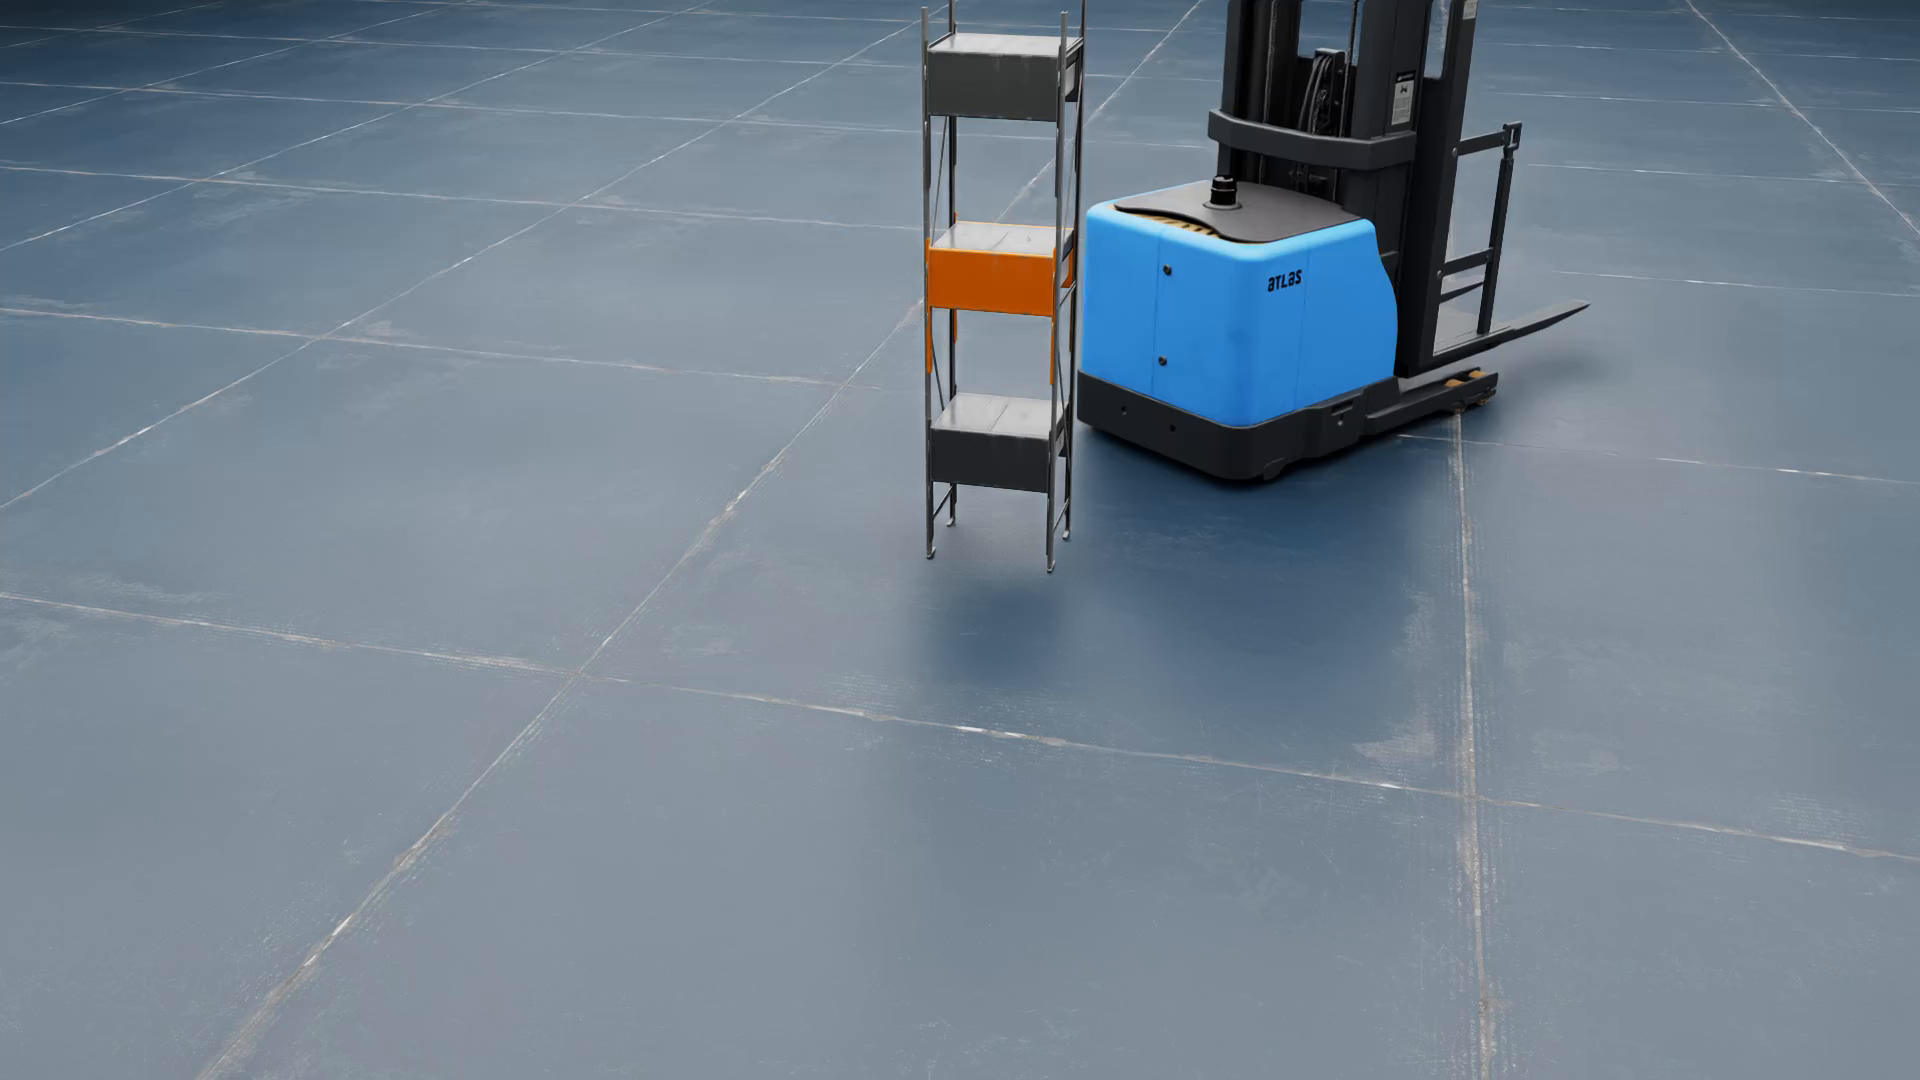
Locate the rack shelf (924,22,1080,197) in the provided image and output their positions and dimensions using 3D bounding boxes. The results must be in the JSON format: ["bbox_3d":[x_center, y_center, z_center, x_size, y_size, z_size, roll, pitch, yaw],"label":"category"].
[{"bbox_3d":[0.160,-1.550,5.966,0.480,0.518,0.431,6,26,13],"label":"rack shelf"}]

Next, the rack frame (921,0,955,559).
[{"bbox_3d":[-0.076,-0.956,6.316,0.015,2.100,0.400,6,26,13],"label":"rack frame"}]

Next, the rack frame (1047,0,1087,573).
[{"bbox_3d":[0.397,-0.904,6.207,0.015,2.100,0.400,6,26,13],"label":"rack frame"}]

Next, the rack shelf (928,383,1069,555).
[{"bbox_3d":[0.160,-0.286,6.568,0.480,0.518,0.431,6,26,13],"label":"rack shelf"}]

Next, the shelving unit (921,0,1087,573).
[{"bbox_3d":[0.160,-0.930,6.261,0.503,2.100,0.431,6,26,13],"label":"shelving unit"}]

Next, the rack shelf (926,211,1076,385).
[{"bbox_3d":[0.160,-0.918,6.267,0.480,0.518,0.431,6,26,13],"label":"rack shelf"}]

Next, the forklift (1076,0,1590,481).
[{"bbox_3d":[2.000,-2.085,7.721,3.031,2.935,1.130,-20,32,-35],"label":"forklift"}]
